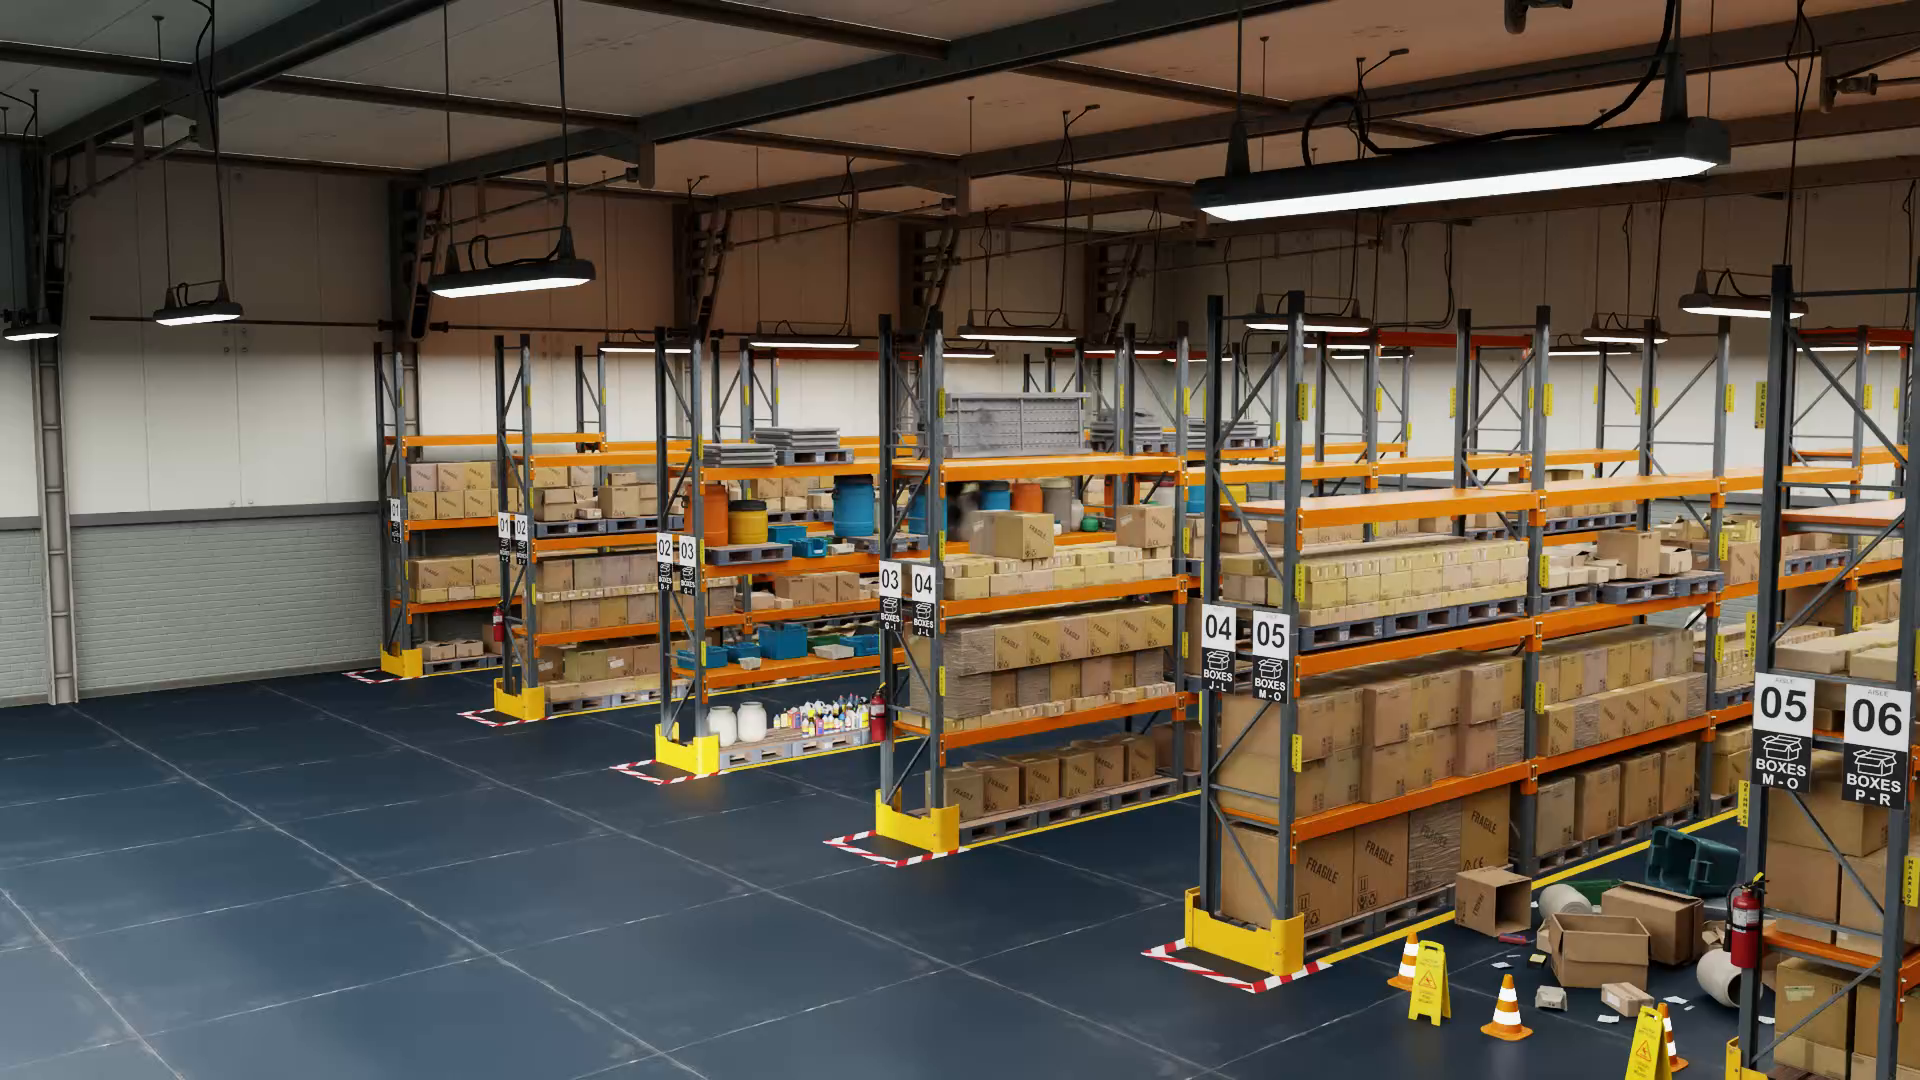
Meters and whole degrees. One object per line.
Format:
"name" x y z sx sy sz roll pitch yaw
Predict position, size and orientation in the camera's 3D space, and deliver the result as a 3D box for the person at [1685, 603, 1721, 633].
"person" 12.921 1.748 28.789 0.622 1.622 0.522 -1 5 -13
